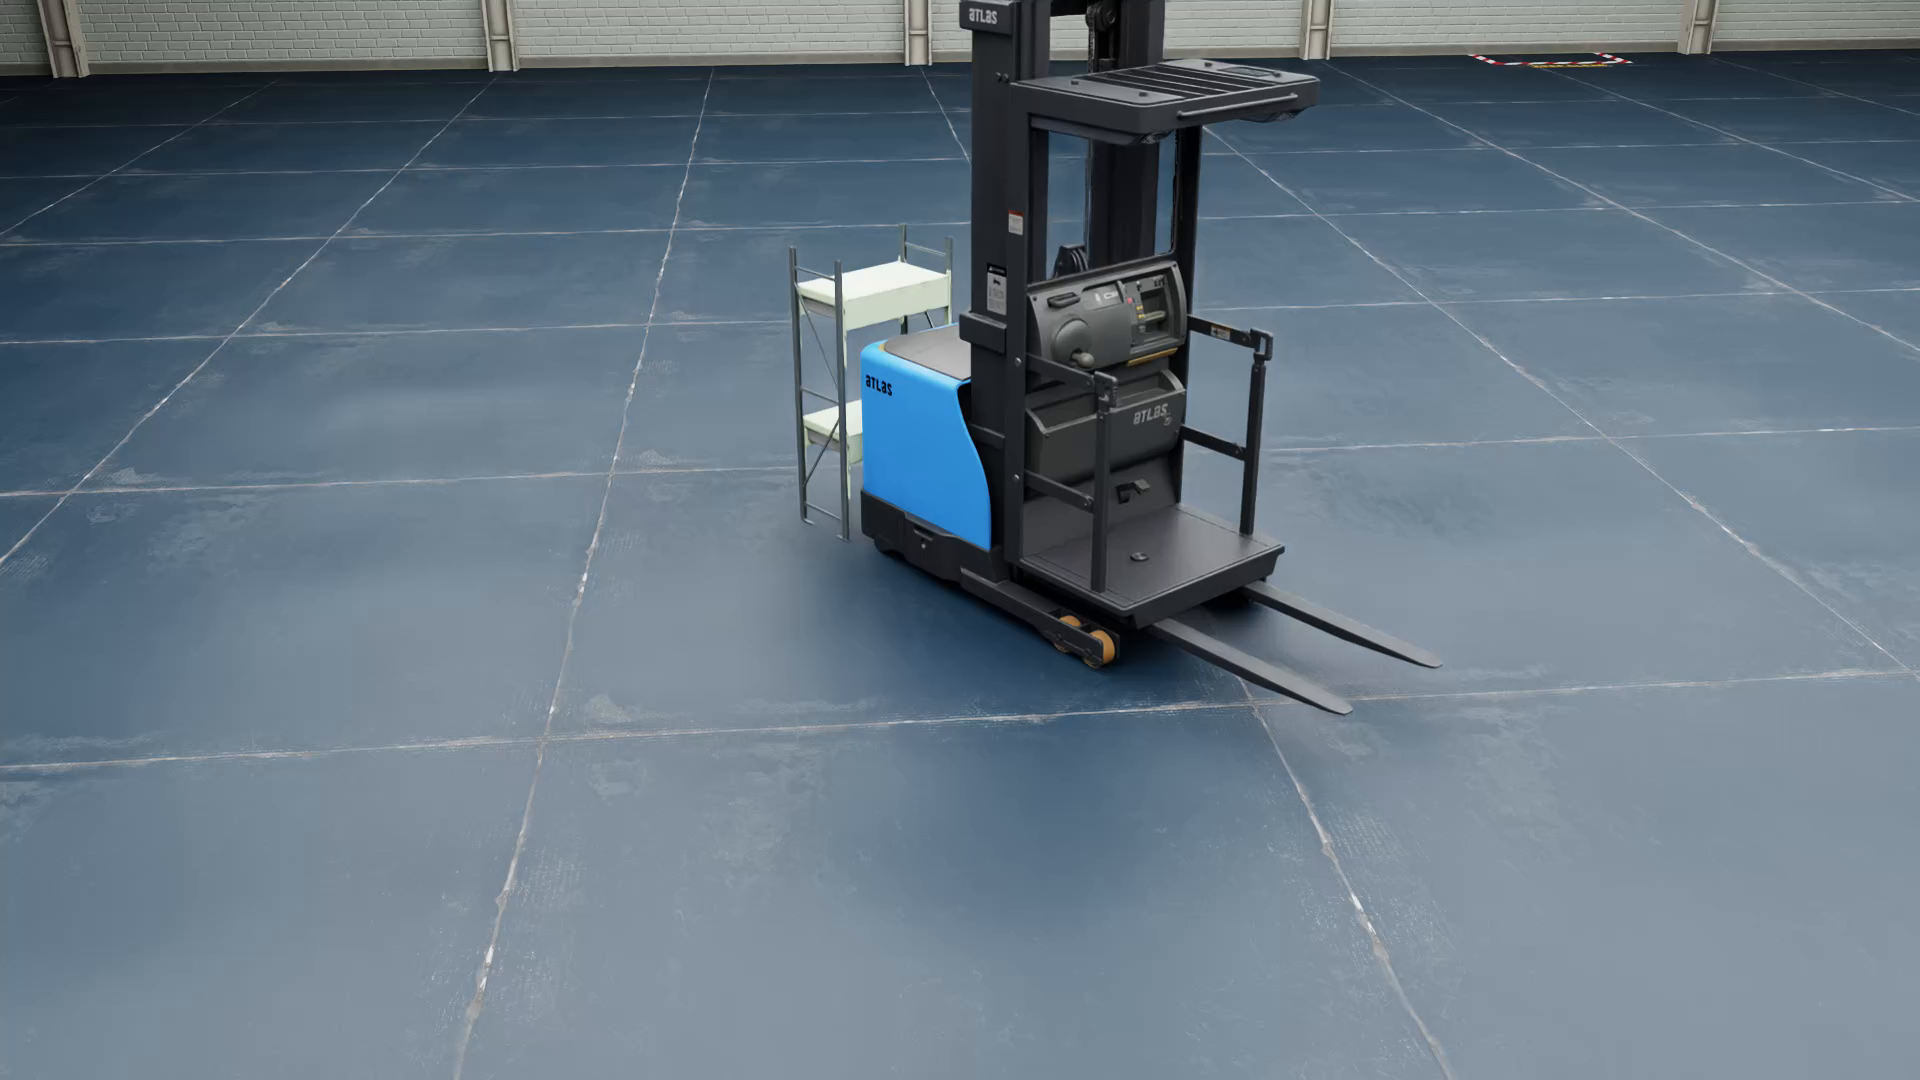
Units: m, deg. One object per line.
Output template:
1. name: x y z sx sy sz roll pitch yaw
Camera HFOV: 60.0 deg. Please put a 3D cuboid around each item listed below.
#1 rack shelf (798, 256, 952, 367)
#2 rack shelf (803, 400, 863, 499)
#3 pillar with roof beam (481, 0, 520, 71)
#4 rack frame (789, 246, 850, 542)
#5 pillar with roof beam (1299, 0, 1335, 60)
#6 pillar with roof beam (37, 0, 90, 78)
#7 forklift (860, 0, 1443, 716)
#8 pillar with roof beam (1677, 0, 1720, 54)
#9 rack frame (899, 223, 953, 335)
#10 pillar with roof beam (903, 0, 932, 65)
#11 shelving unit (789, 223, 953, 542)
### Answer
1. rack shelf: -0.450 -1.194 8.629 0.720 0.370 0.431 -20 31 -38
2. rack shelf: -0.450 -0.539 8.919 0.720 0.370 0.431 -20 31 -38
3. pillar with roof beam: -6.169 -9.178 18.321 0.400 9.000 9.100 -2 24 -5
4. rack frame: -0.721 -0.737 8.562 0.023 1.500 0.400 -20 31 -38
5. pillar with roof beam: 5.773 -9.657 19.398 0.400 9.000 9.100 -2 24 -5
6. pillar with roof beam: -12.140 -8.939 17.782 0.400 9.000 9.100 -2 24 -5
7. forklift: 0.817 -0.997 7.384 1.130 2.935 3.031 -19 30 -36
8. pillar with roof beam: 11.744 -9.897 19.937 0.400 9.000 9.100 -2 24 -5
9. rack frame: -0.180 -0.937 9.012 0.023 1.500 0.400 -20 31 -38
10. pillar with roof beam: -0.198 -9.418 18.859 0.400 9.000 9.100 -2 24 -5
11. shelving unit: -0.450 -0.837 8.787 0.755 1.500 0.431 -20 31 -38
